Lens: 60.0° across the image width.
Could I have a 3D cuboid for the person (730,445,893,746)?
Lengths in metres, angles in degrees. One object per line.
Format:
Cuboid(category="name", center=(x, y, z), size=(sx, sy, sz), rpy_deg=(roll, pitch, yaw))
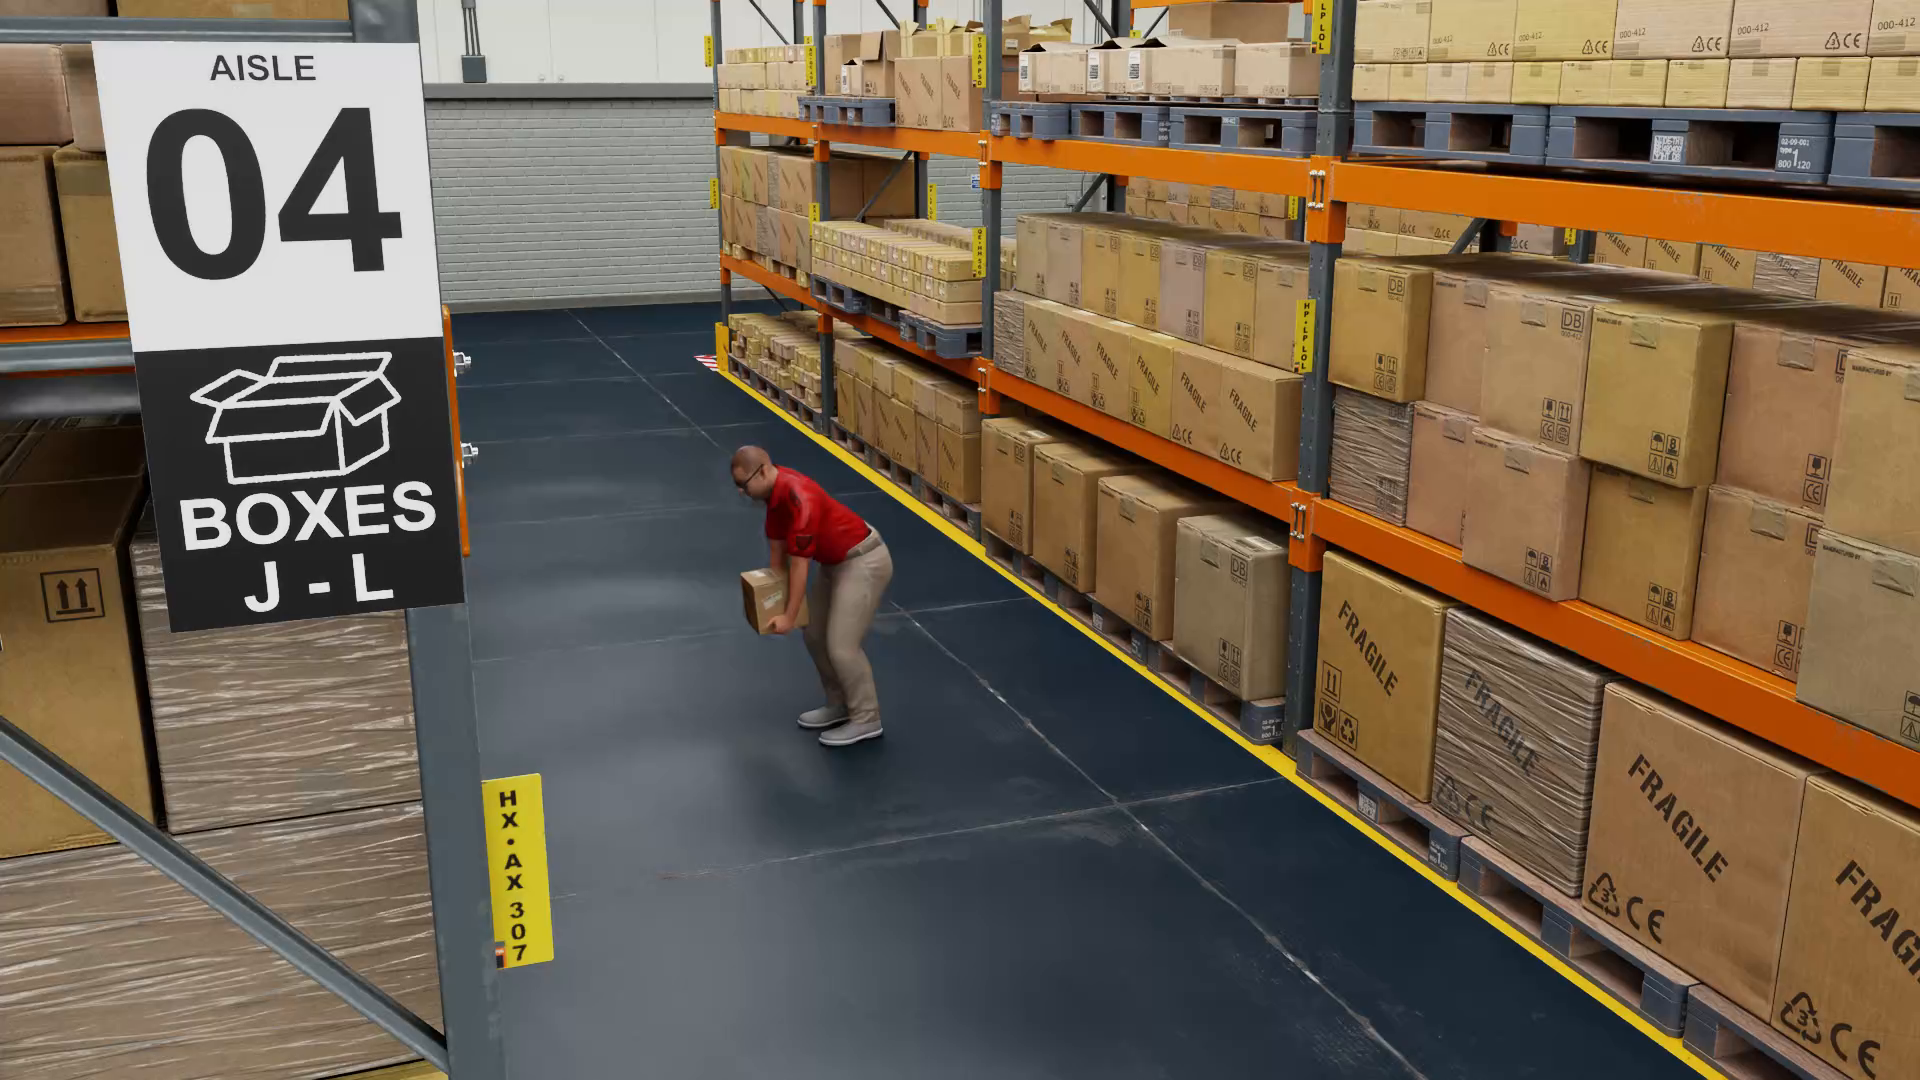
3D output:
Cuboid(category="person", center=(-0.717, 0.249, 8.096), size=(0.779, 1.501, 0.476), rpy_deg=(-6, 17, -21))
